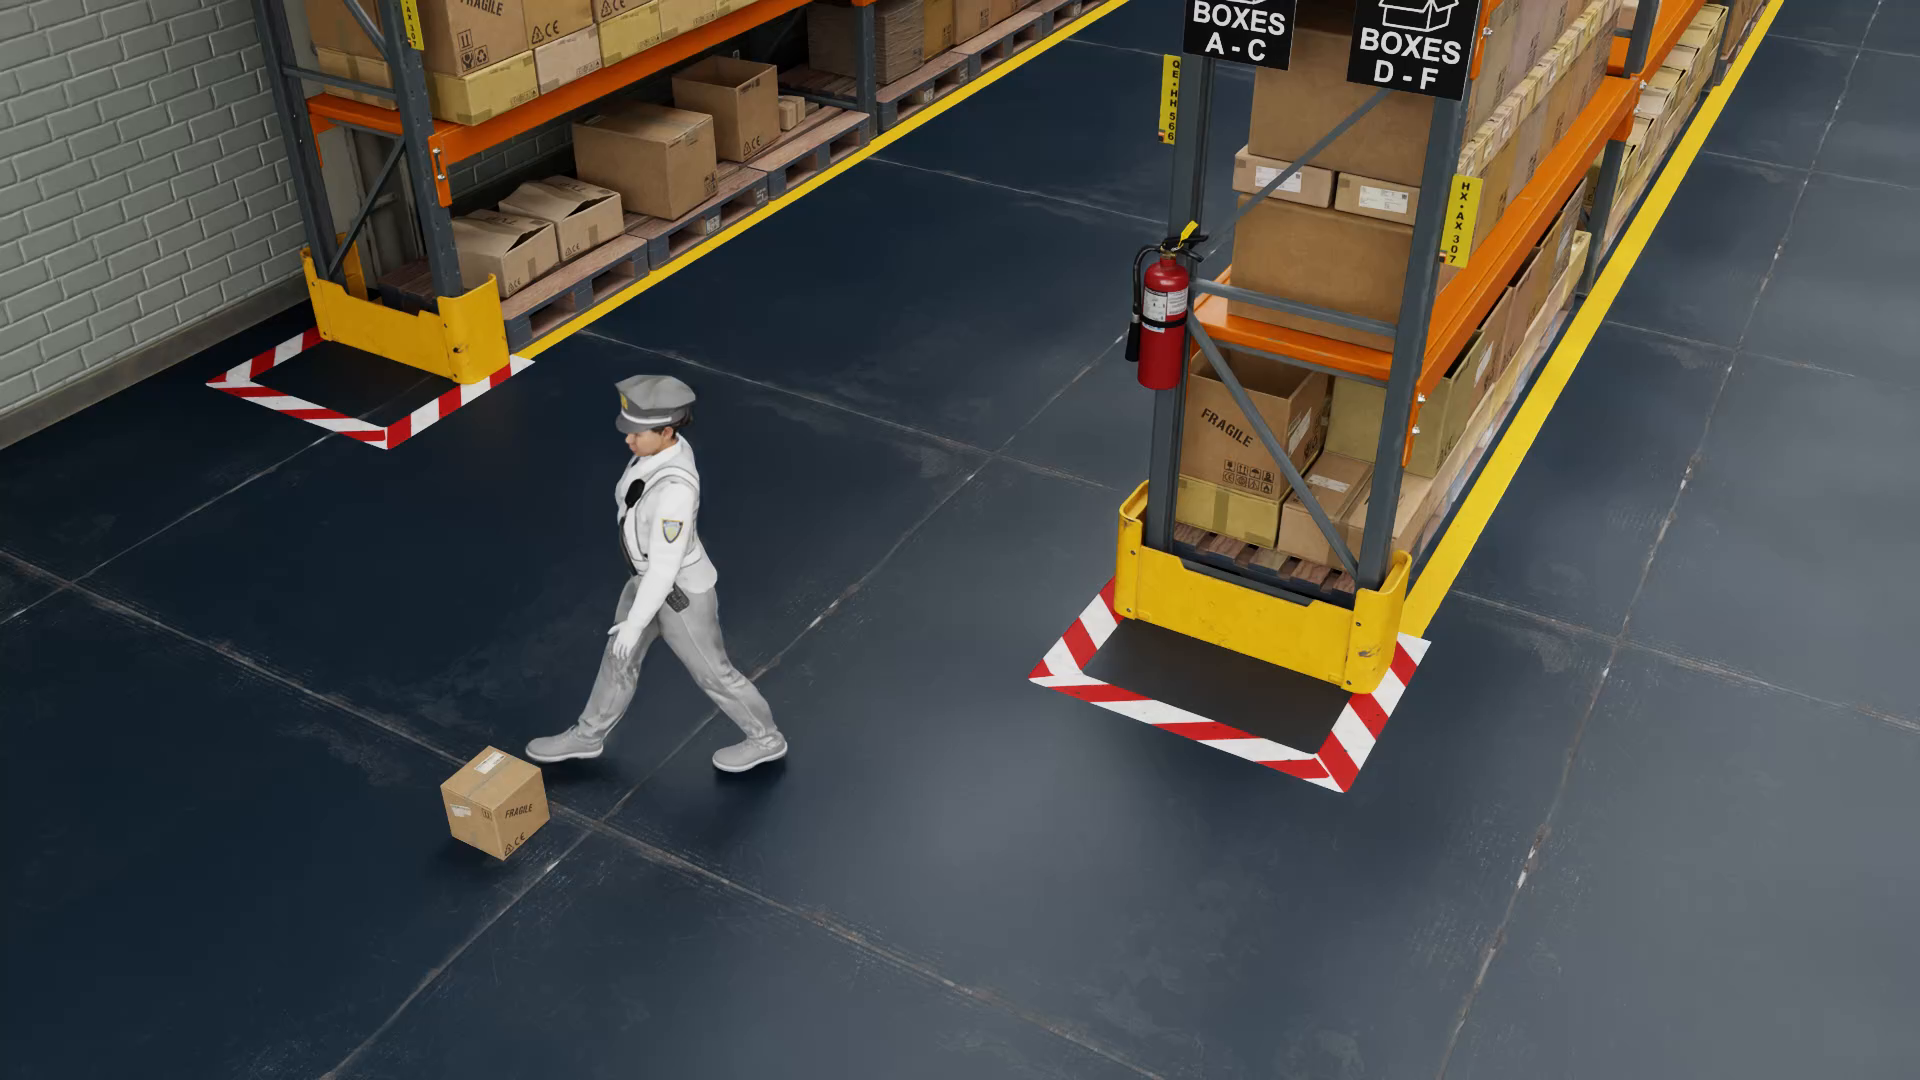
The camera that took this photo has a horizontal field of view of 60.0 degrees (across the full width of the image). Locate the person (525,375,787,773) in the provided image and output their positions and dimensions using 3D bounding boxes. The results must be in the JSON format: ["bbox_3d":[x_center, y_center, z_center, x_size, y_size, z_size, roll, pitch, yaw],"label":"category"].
[{"bbox_3d":[-1.141,0.183,5.862,0.954,1.622,0.529,-11,36,-15],"label":"person"}]
